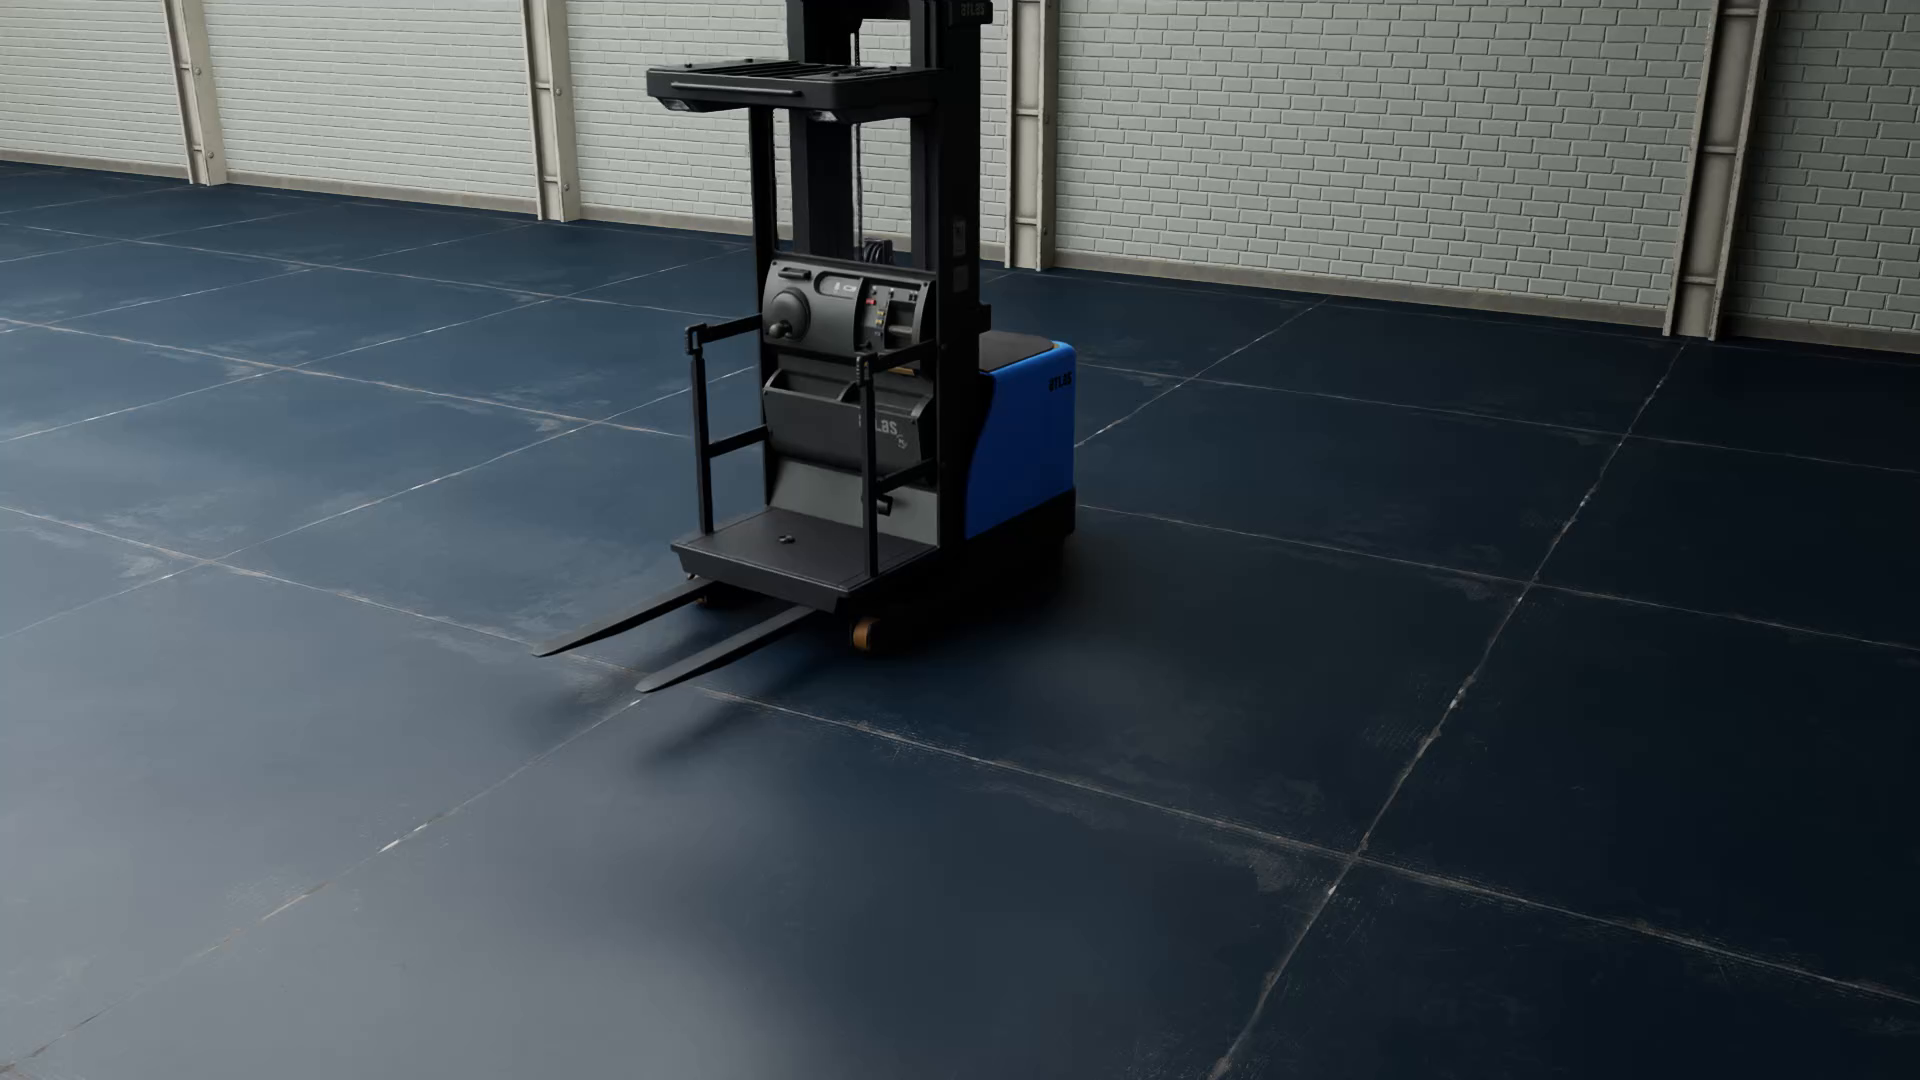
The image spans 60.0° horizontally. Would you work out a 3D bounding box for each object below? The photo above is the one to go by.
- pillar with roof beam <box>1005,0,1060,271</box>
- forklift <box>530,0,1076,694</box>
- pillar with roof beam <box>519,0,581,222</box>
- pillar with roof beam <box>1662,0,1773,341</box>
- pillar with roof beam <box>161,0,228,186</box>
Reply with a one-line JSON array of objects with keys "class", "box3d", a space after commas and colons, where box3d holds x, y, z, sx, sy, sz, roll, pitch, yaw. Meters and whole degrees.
[{"class": "pillar with roof beam", "box3d": [-1.419, -5.613, 11.141, 0.400, 9.000, 9.100, 11, 23, 27]}, {"class": "forklift", "box3d": [-0.648, -1.055, 7.476, 1.130, 2.935, 3.031, 13, 24, 33]}, {"class": "pillar with roof beam", "box3d": [-6.658, -6.610, 13.892, 0.400, 9.000, 9.100, 11, 23, 27]}, {"class": "pillar with roof beam", "box3d": [3.819, -4.615, 8.391, 0.400, 9.000, 9.100, 11, 23, 27]}, {"class": "pillar with roof beam", "box3d": [-11.896, -7.608, 16.643, 0.400, 9.000, 9.100, 11, 23, 27]}]
